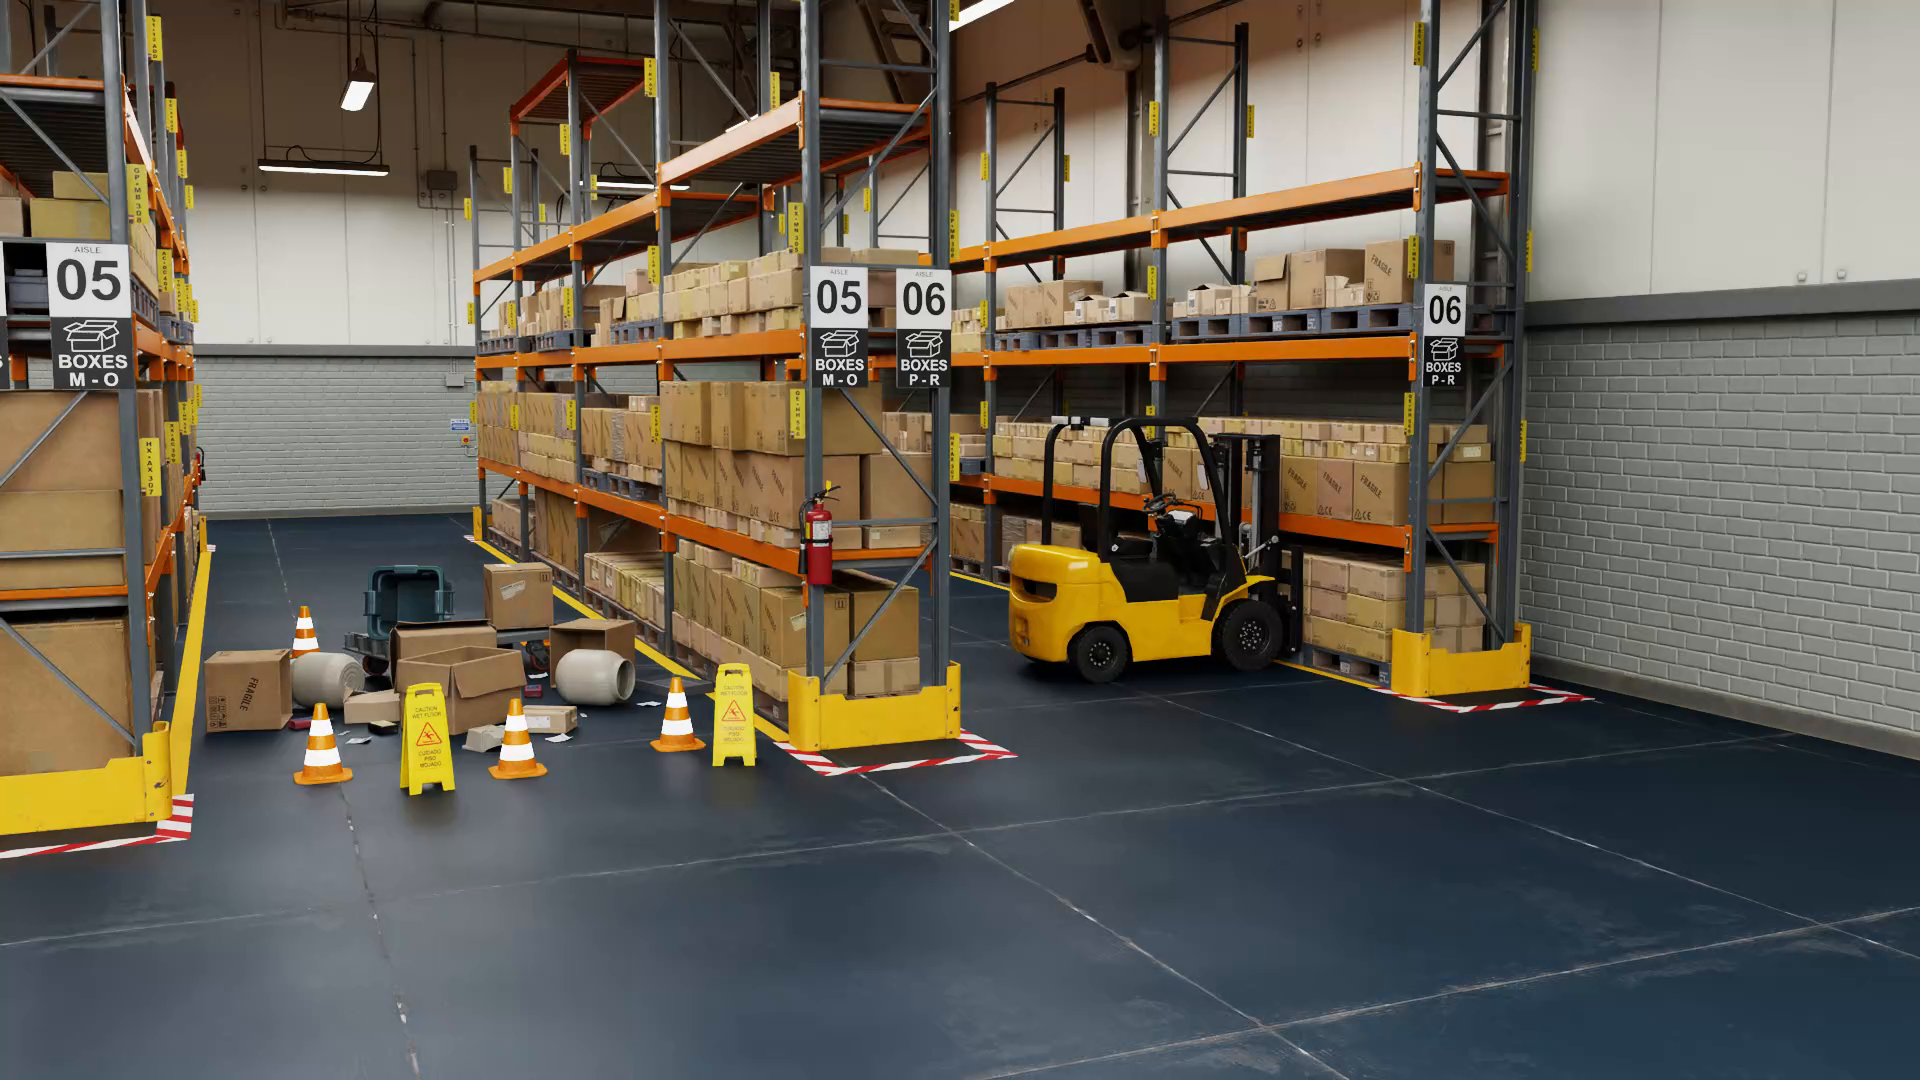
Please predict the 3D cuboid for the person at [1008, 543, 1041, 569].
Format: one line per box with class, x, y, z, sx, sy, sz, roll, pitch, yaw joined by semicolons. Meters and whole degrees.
person;0.806;0.449;16.957;0.468;0.818;0.860;-3;6;-26
